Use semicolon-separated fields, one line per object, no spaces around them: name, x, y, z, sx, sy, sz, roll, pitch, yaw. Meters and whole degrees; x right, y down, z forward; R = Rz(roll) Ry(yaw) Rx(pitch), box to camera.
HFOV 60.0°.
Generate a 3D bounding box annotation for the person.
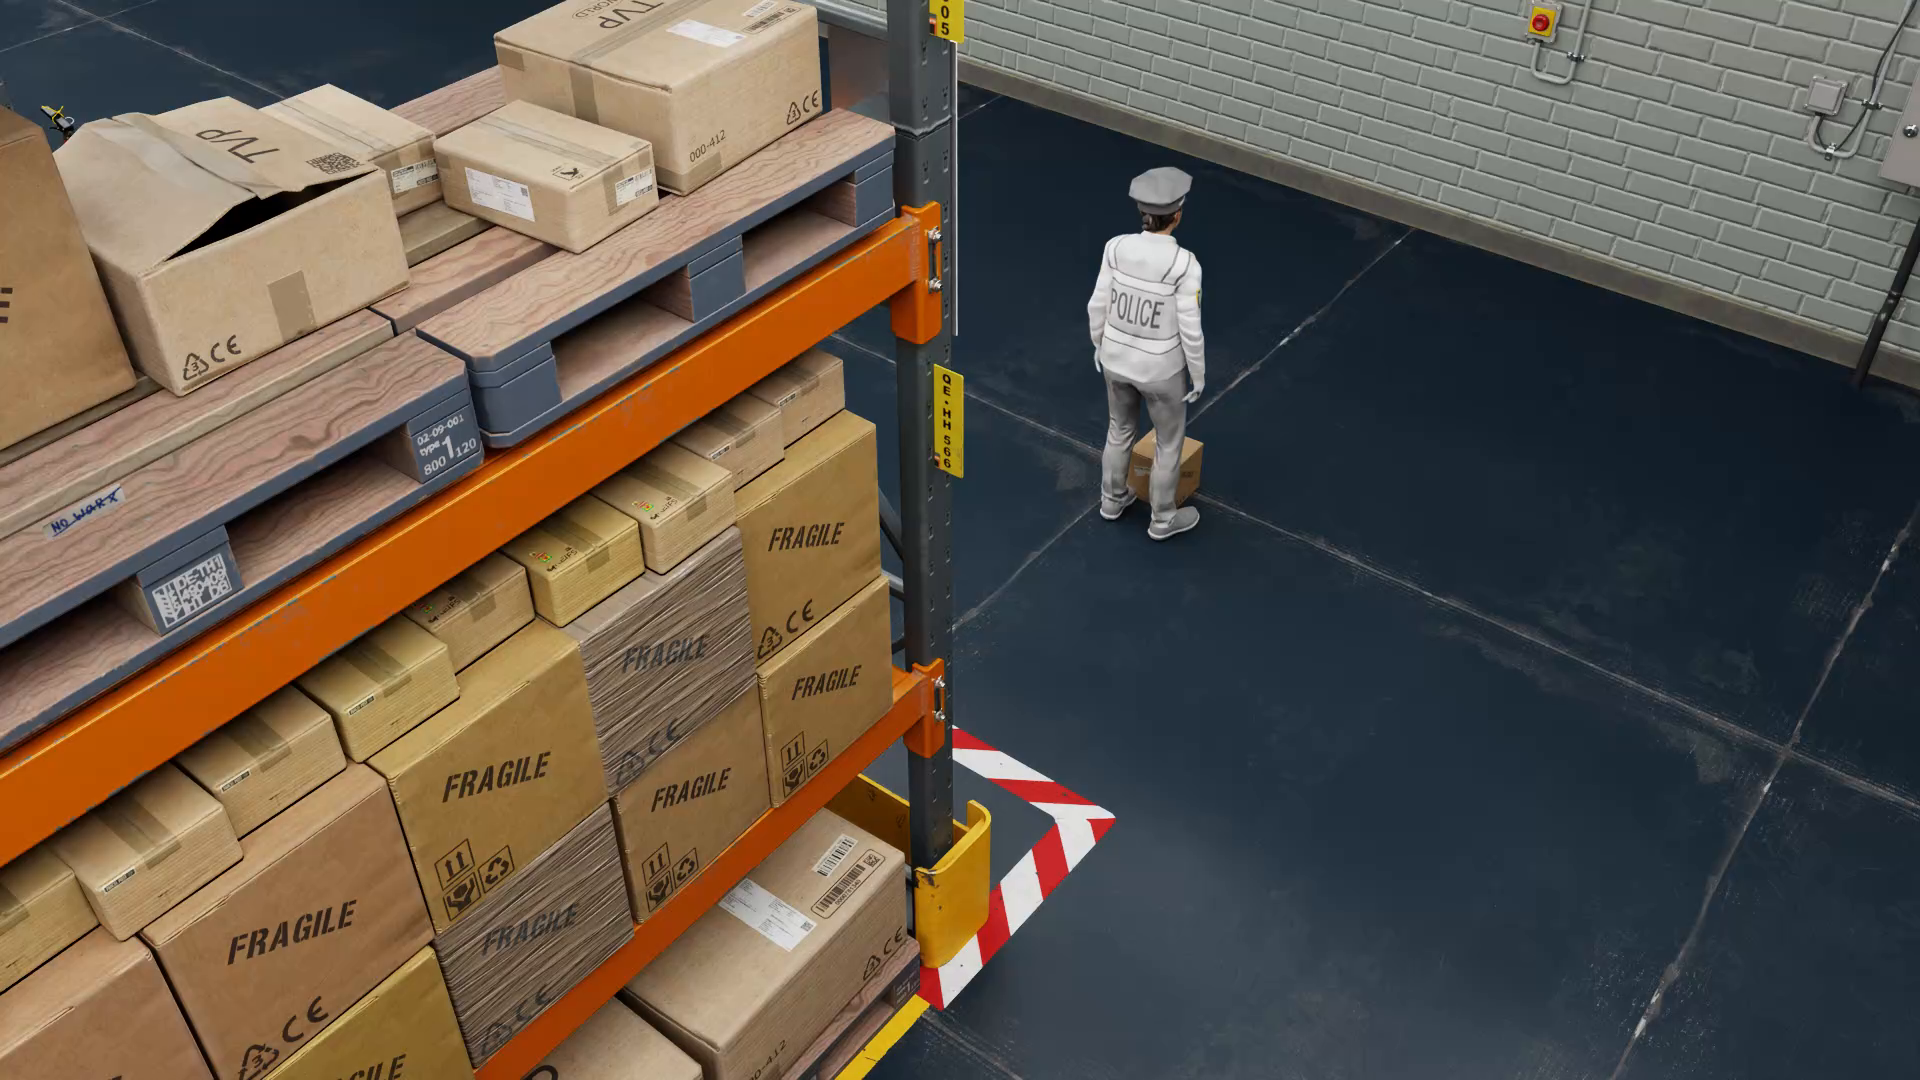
person;0.797;-0.755;7.081;0.543;1.662;0.376;23;44;26
